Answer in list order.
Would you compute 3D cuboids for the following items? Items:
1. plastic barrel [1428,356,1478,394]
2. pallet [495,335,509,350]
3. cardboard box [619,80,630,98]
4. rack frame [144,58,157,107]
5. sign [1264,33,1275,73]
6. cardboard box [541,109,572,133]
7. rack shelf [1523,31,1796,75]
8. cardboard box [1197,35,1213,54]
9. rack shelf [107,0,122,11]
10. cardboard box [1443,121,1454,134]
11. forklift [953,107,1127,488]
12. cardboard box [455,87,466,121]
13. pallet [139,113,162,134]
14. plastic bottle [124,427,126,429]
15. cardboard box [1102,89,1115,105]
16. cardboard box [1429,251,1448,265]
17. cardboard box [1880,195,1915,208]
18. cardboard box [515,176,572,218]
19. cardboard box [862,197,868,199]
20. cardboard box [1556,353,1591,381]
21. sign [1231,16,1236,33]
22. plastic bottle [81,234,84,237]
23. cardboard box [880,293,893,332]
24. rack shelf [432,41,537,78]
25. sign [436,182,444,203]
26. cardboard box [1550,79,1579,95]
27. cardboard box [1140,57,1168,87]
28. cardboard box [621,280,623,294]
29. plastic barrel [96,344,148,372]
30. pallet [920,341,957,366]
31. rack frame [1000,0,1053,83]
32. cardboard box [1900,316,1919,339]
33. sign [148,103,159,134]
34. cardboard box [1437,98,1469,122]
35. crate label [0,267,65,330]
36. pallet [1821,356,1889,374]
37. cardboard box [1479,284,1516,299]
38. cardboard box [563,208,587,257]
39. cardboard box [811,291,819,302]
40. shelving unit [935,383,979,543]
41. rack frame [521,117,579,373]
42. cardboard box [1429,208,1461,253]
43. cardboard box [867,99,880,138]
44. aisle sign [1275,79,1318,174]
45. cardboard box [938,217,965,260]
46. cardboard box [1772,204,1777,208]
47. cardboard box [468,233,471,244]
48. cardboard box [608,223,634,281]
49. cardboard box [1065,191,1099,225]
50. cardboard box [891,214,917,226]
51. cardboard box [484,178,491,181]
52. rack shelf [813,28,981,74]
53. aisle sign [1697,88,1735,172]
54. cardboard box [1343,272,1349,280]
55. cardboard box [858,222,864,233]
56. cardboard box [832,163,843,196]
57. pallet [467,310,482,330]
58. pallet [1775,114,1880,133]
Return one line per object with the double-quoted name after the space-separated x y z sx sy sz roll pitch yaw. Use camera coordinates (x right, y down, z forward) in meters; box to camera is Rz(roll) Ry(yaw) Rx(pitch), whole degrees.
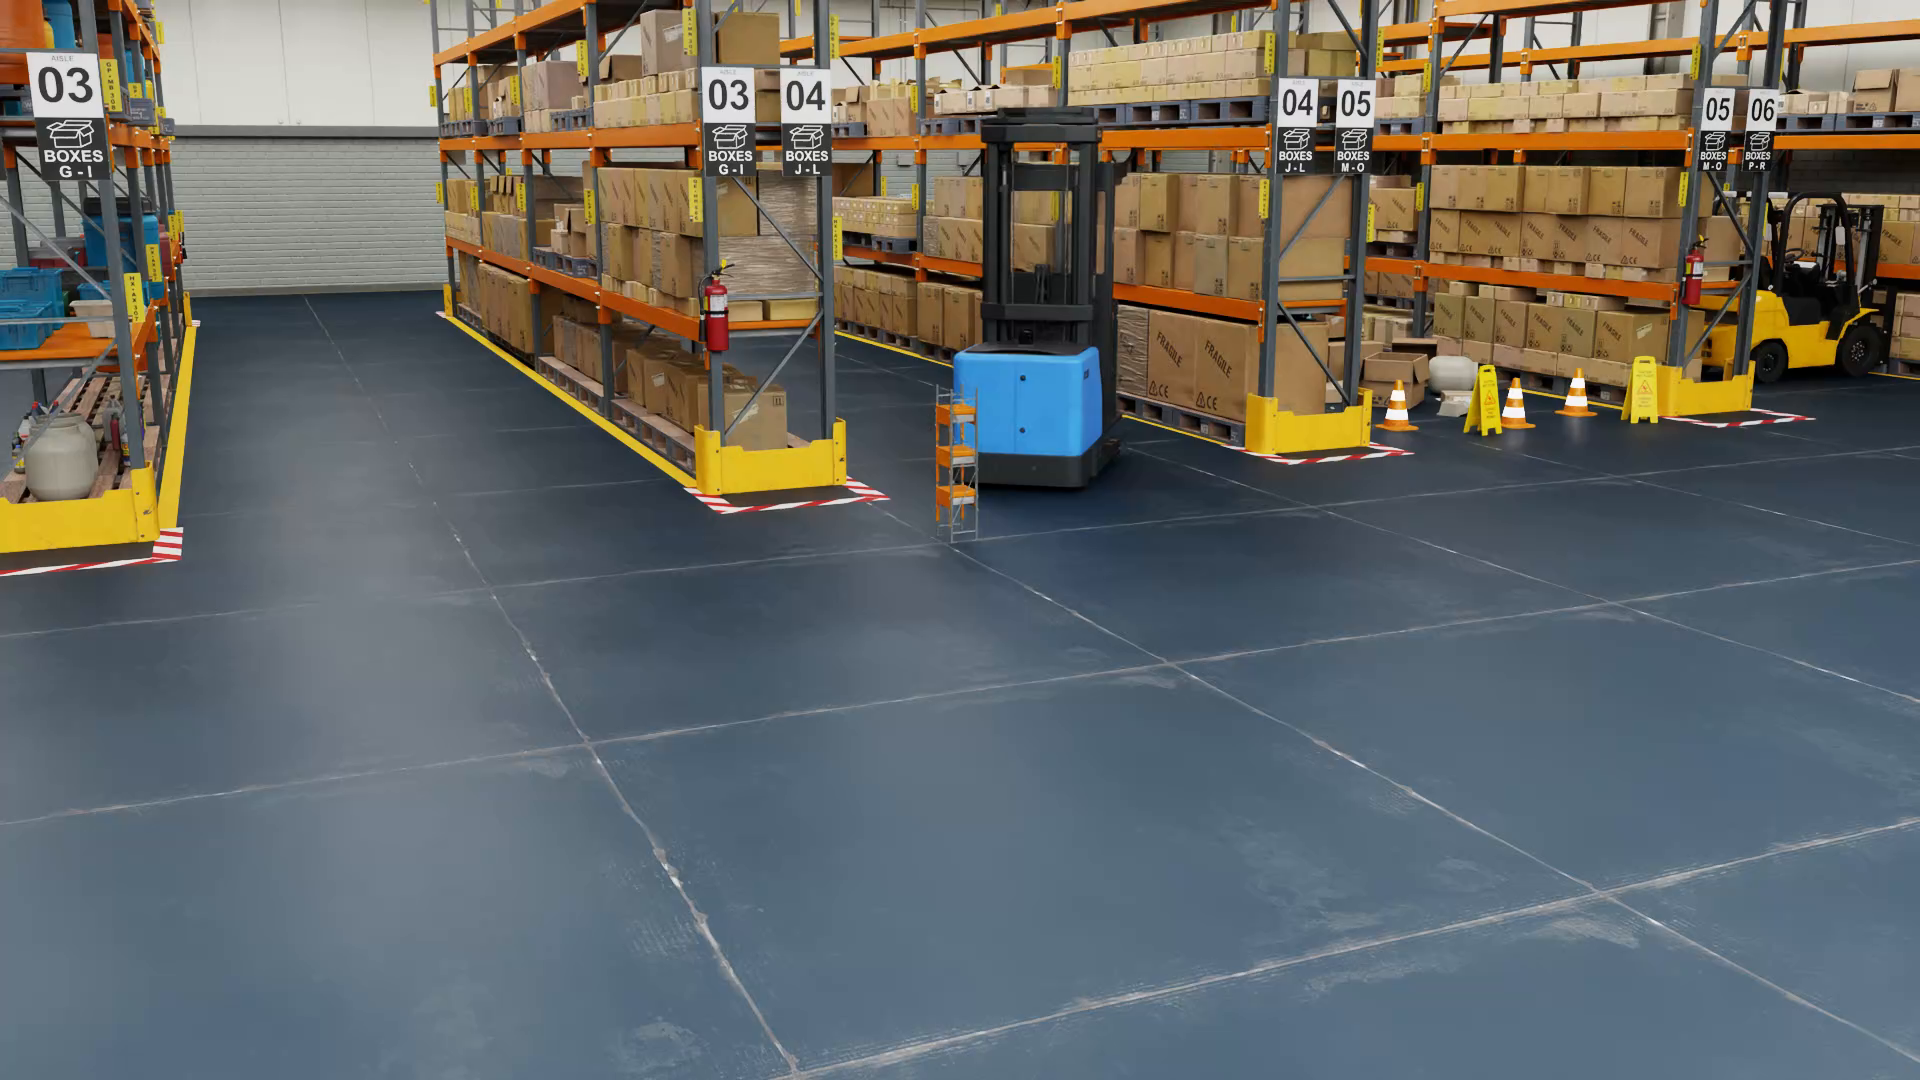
5.403 -1.806 18.234 0.512 0.421 0.421 4 14 16 "plastic barrel"
-5.891 -2.844 23.190 1.003 0.211 1.213 -6 14 -23 "pallet"
-2.794 -3.973 14.681 0.380 0.149 0.250 -6 14 -24 "cardboard box"
-10.808 -6.830 20.925 1.000 3.000 0.127 -6 14 -23 "rack frame"
2.620 -4.111 14.040 0.100 0.325 0.005 -6 14 -23 "sign"
-4.292 -4.585 18.210 0.500 0.250 0.500 -5 14 -22 "cardboard box"
9.761 -6.837 23.436 1.077 0.370 4.000 -6 14 -23 "rack shelf"
2.370 -4.481 15.061 0.380 0.149 0.250 -5 14 -22 "cardboard box"
-6.802 -4.219 12.125 1.077 0.370 4.000 -6 14 -23 "rack shelf"
5.914 -4.849 19.573 0.380 0.149 0.250 -6 14 -24 "cardboard box"
0.785 -2.117 14.017 1.130 2.935 3.031 3 13 14 "forklift"
-7.248 -6.613 25.262 0.700 0.500 0.500 -7 15 -27 "cardboard box"
-9.422 -4.618 18.435 1.003 0.211 1.213 -6 14 -23 "pallet"
-6.619 -0.808 13.283 0.097 0.271 0.097 0 13 0 "plastic bottle"
1.659 -4.459 16.735 0.380 0.149 0.250 -6 14 -24 "cardboard box"
5.847 -3.381 19.883 0.380 0.149 0.250 -6 14 -23 "cardboard box"
11.224 -4.039 19.850 0.380 0.149 0.250 -5 14 -22 "cardboard box"
-5.204 -4.354 21.081 0.797 0.503 0.637 -5 14 -22 "cardboard box"
-1.236 -5.034 24.772 0.380 0.149 0.250 -6 14 -25 "cardboard box"
6.847 -1.886 18.035 0.500 0.250 0.500 -6 14 -23 "cardboard box"
5.258 -9.893 31.911 0.100 0.325 0.005 -6 14 -23 "sign"
-10.369 -3.441 19.694 0.144 0.351 0.185 -6 14 -23 "plastic bottle"
-0.790 -3.163 22.994 0.500 0.500 0.500 -5 14 -21 "cardboard box"
-7.071 -7.146 24.770 1.077 0.370 4.000 -6 14 -23 "rack shelf"
-8.383 -5.593 26.788 0.100 0.325 0.005 -6 14 -23 "sign"
6.566 -4.855 17.833 0.380 0.149 0.250 -5 14 -22 "cardboard box"
2.069 -4.477 15.928 0.500 0.250 0.500 -5 14 -22 "cardboard box"
-2.932 -2.356 15.452 0.380 0.149 0.250 -6 14 -23 "cardboard box"
-9.417 -2.328 18.658 0.600 0.830 0.708 -6 14 -23 "plastic barrel"
0.165 -2.428 21.391 1.003 0.211 1.213 -6 14 -23 "pallet"
1.208 -8.999 30.296 1.000 3.000 0.127 -6 14 -23 "rack frame"
11.492 -2.506 19.601 0.500 0.250 0.500 -6 14 -24 "cardboard box"
-8.704 -4.543 17.926 0.100 0.325 0.005 -6 14 -23 "sign"
5.941 -5.015 19.406 0.500 0.250 0.500 -6 14 -24 "cardboard box"
-6.986 -1.802 12.423 0.502 0.435 0.616 -6 14 -23 "crate label"
11.335 -2.268 20.699 1.003 0.211 1.213 -6 14 -23 "pallet"
6.207 -2.860 19.141 0.380 0.149 0.250 -5 14 -21 "cardboard box"
-3.844 -3.307 17.846 0.797 0.503 0.637 -4 14 -17 "cardboard box"
-2.102 -3.779 25.778 0.380 0.149 0.250 -5 14 -22 "cardboard box"
-0.021 -0.523 11.299 0.215 1.050 0.252 -6 14 -23 "shelving unit"
-4.667 -3.529 19.964 1.000 3.000 0.127 -6 14 -23 "rack frame"
5.936 -3.675 19.714 0.500 0.500 0.500 -6 14 -23 "cardboard box"
-0.953 -5.767 22.760 0.500 0.500 0.500 -6 14 -23 "cardboard box"
2.876 -3.528 14.195 0.394 0.787 0.004 -6 14 -23 "aisle sign"
0.057 -3.783 20.839 0.500 0.500 0.500 -6 14 -24 "cardboard box"
10.554 -4.268 21.499 0.380 0.149 0.250 -5 14 -22 "cardboard box"
-7.001 -4.425 24.396 0.380 0.149 0.250 -5 14 -22 "cardboard box"
-2.773 -2.691 15.463 0.875 0.500 0.500 -6 14 -23 "cardboard box"
1.636 -3.649 17.757 0.875 0.550 0.550 -6 14 -23 "cardboard box"
-0.697 -4.244 22.020 0.380 0.149 0.250 -5 14 -22 "cardboard box"
-7.436 -5.542 26.672 0.500 0.500 0.500 -5 14 -22 "cardboard box"
-0.883 -6.746 23.045 1.077 0.370 4.000 -6 14 -23 "rack shelf"
7.377 -3.999 16.229 0.394 0.787 0.004 -6 14 -23 "aisle sign"
7.309 -4.752 30.280 0.500 0.311 0.500 -5 14 -21 "cardboard box"
-1.210 -4.364 23.198 0.380 0.149 0.250 -5 14 -21 "cardboard box"
-2.121 -5.536 25.537 0.500 0.500 0.500 -6 14 -25 "cardboard box"
-6.995 -3.413 25.649 1.003 0.211 1.213 -6 14 -23 "pallet"
10.927 -5.291 21.122 1.003 0.211 1.213 -6 14 -23 "pallet"
